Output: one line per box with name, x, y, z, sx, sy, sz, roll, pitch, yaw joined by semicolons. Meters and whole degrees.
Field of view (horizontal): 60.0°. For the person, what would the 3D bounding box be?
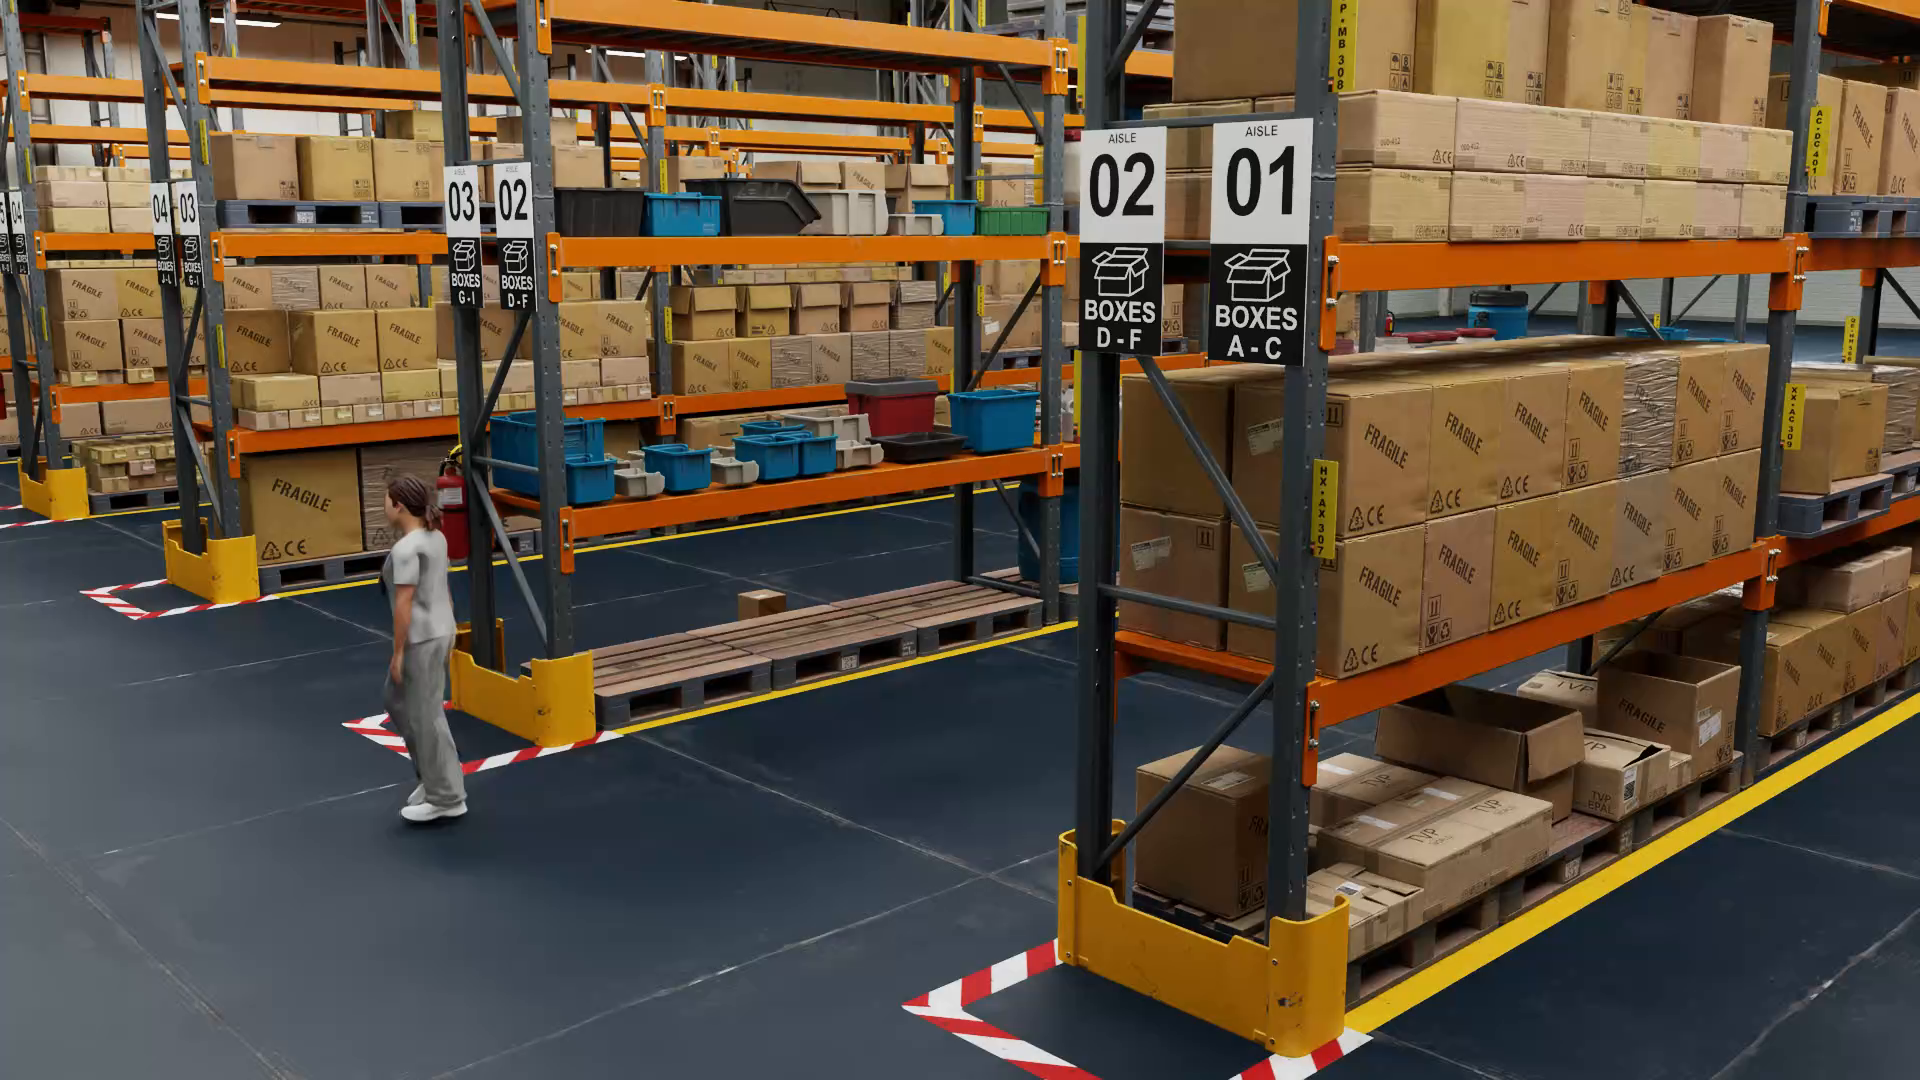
person;-2.645;0.513;8.120;0.467;1.660;0.515;0;11;1
